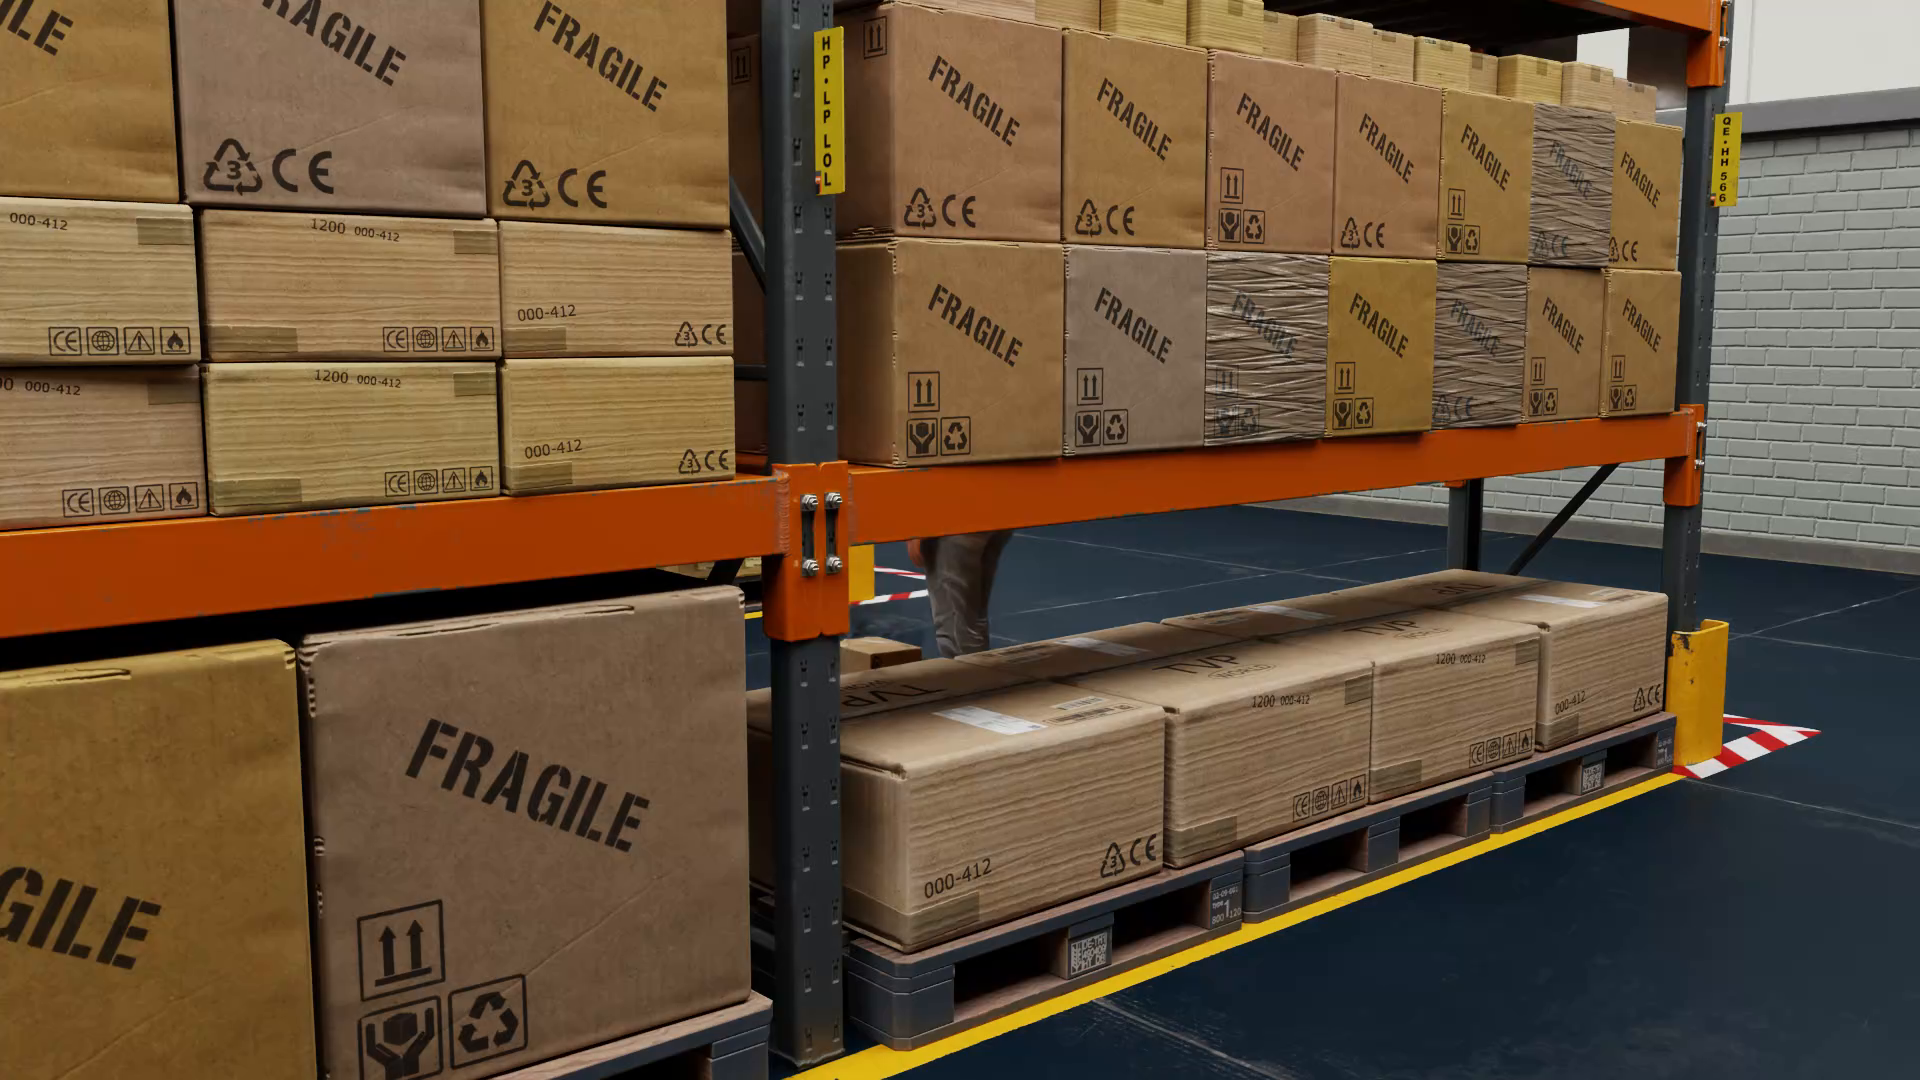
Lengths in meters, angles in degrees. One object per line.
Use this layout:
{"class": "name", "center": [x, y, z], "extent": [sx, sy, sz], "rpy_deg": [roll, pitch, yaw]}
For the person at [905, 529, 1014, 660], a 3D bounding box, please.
{"class": "person", "center": [-0.047, -0.108, 6.325], "extent": [0.553, 1.775, 0.613], "rpy_deg": [5, 9, 34]}
